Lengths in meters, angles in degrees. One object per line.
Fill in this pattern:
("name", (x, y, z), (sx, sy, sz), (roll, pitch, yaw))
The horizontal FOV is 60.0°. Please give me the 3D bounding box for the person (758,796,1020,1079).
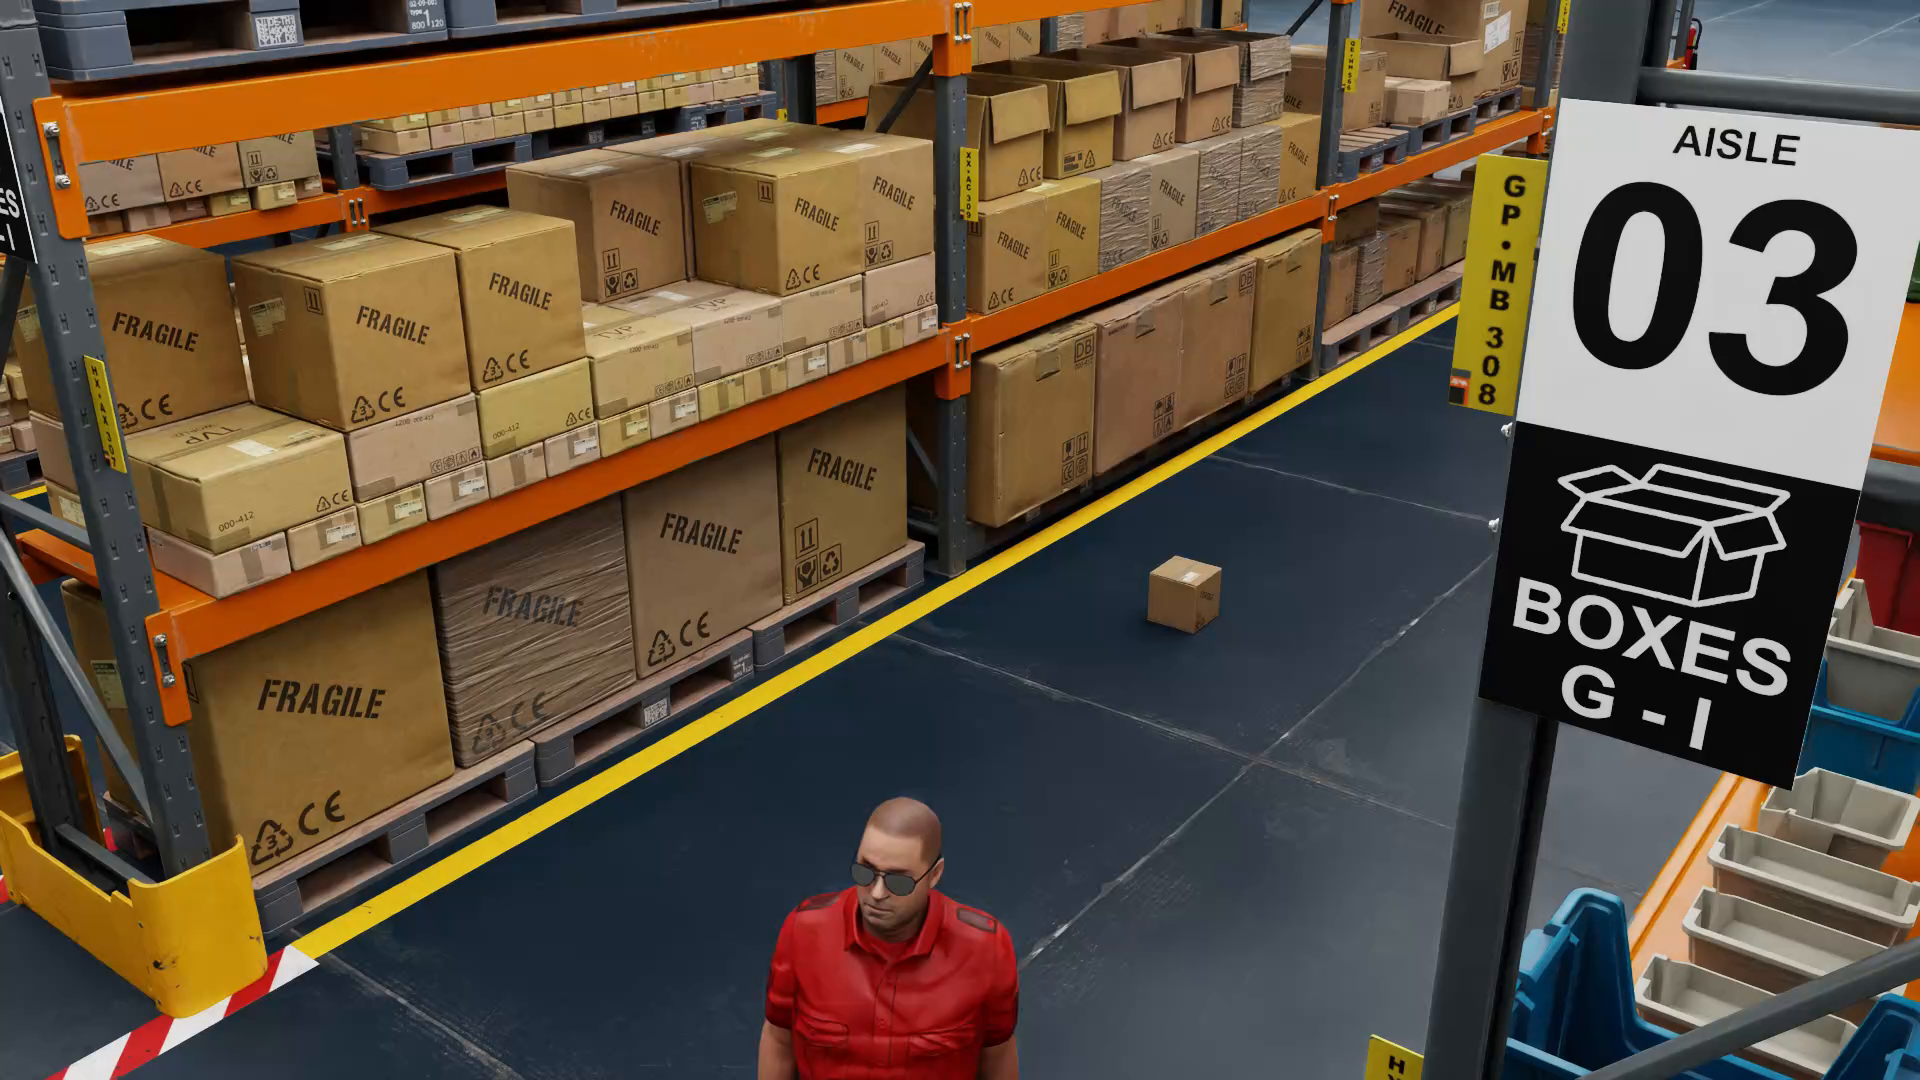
("person", (-0.156, 1.302, 3.588), (0.547, 1.686, 0.913), (5, 24, 11))
